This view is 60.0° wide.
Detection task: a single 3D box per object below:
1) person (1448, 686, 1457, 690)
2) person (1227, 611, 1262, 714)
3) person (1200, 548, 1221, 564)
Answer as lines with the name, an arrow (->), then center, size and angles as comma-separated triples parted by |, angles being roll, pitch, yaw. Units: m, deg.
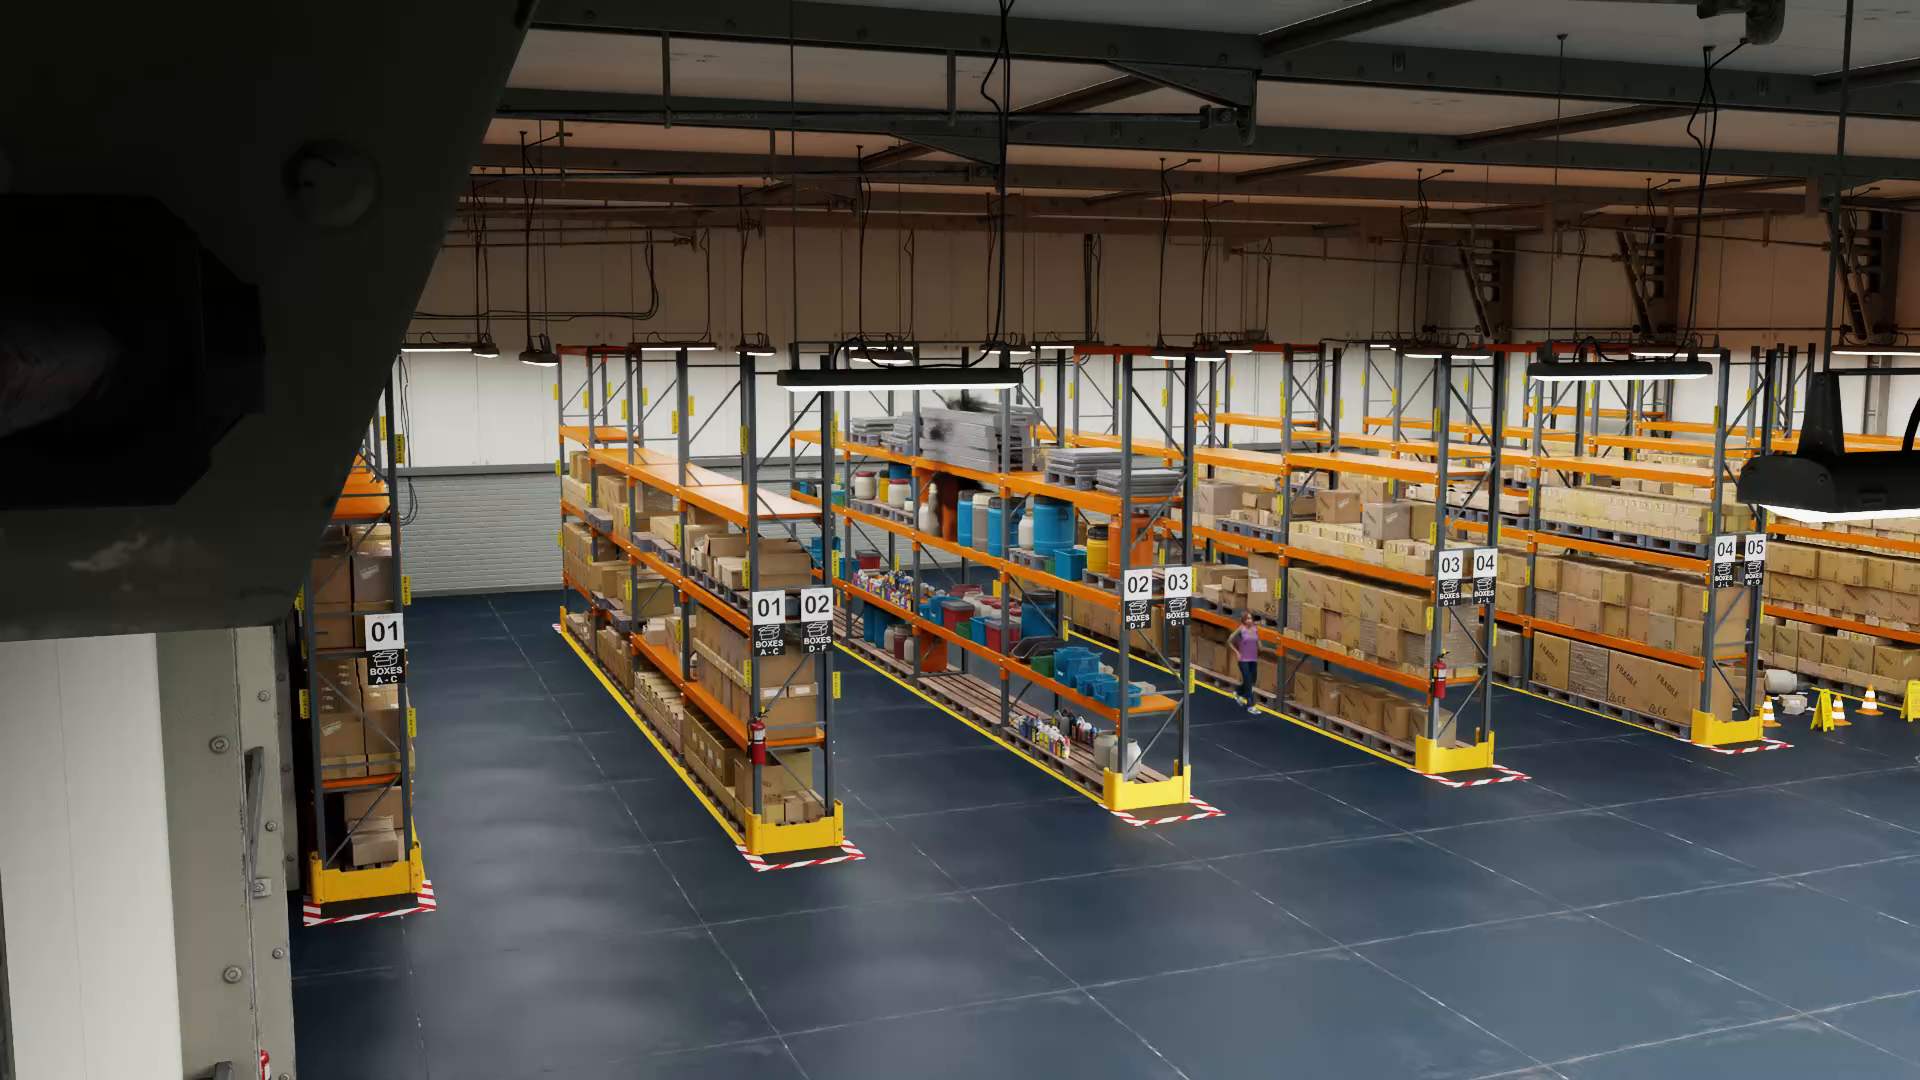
person -> 8.640, 1.780, 29.521 | 0.580, 1.696, 0.770 | -4, 8, -28
person -> 4.537, 1.918, 26.317 | 0.543, 1.582, 0.740 | -4, 8, -26
person -> 6.247, 0.159, 41.718 | 0.915, 1.736, 0.760 | 4, 8, 30
